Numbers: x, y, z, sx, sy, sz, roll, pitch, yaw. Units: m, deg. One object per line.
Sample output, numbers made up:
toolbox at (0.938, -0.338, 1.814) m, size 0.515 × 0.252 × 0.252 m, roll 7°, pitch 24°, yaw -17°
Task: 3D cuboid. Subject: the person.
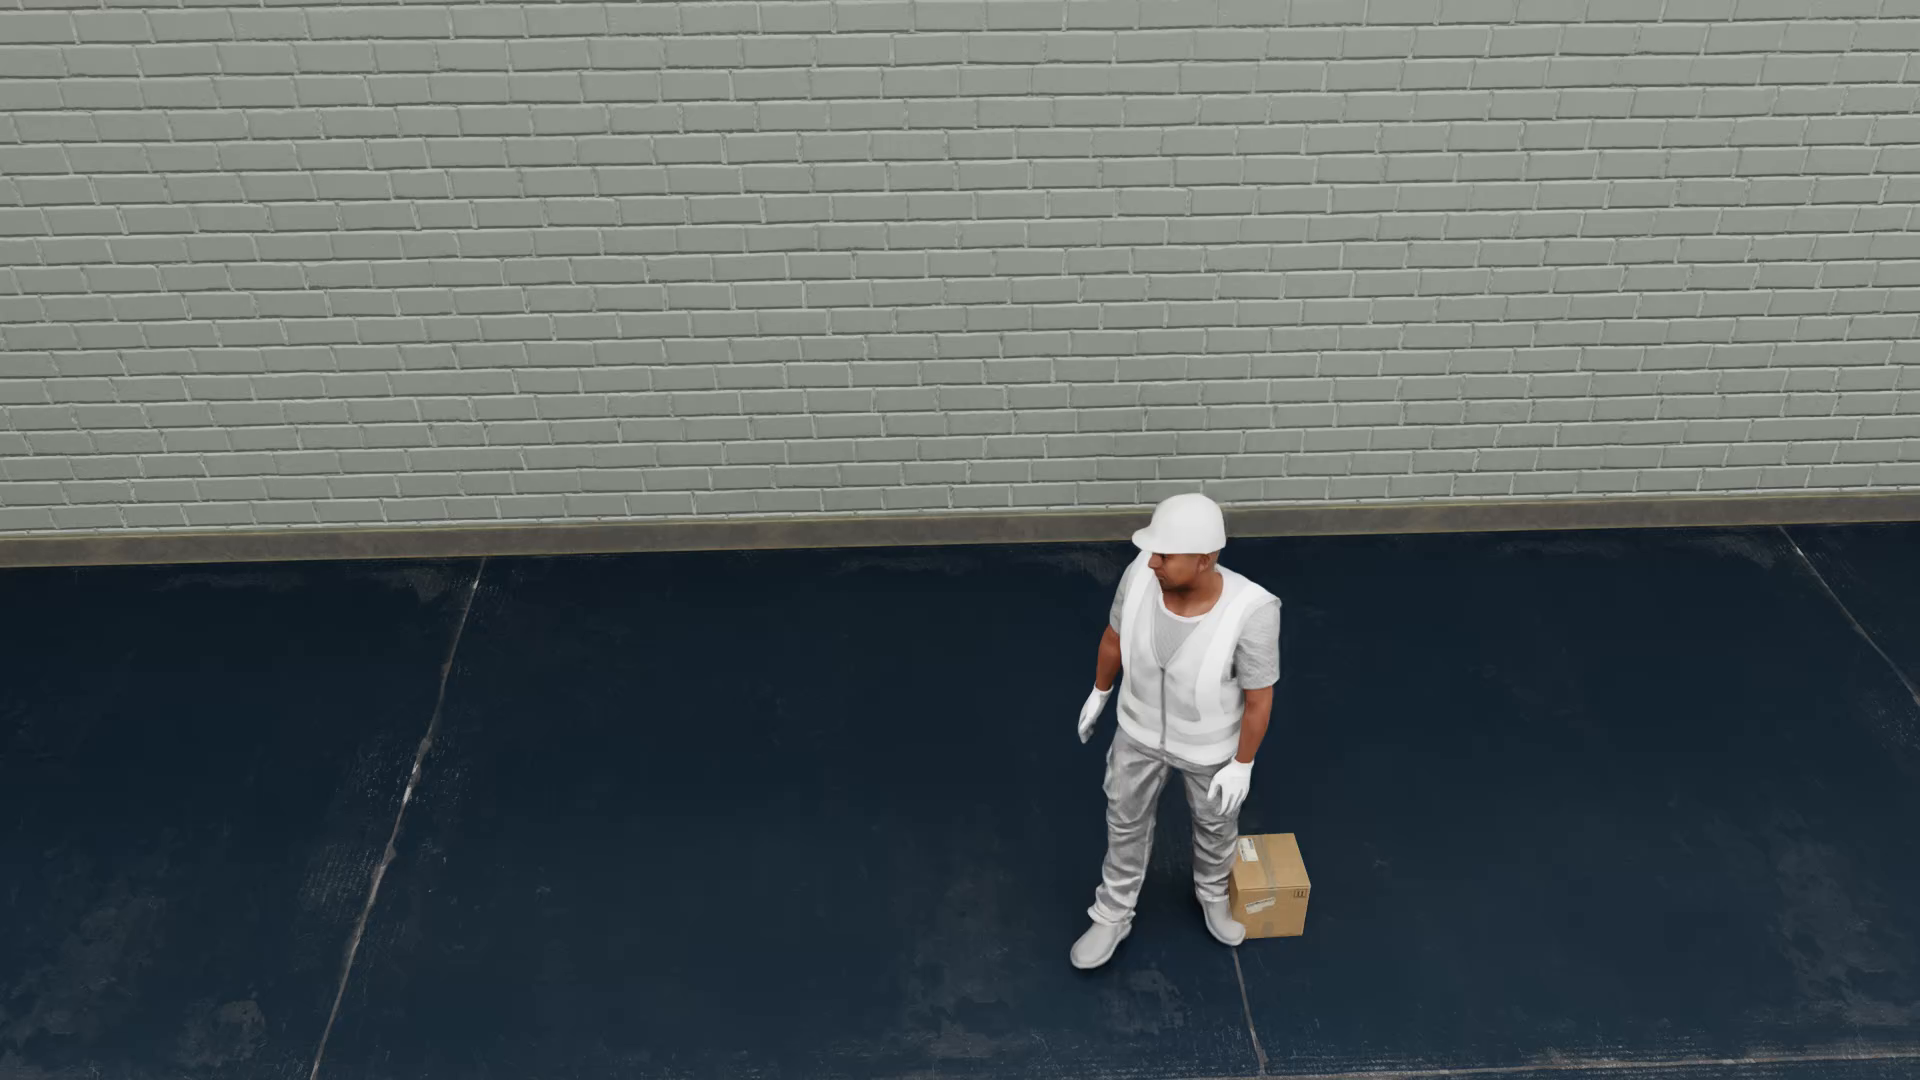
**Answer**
person at (0.649, 0.615, 5.213) m, size 0.634 × 1.784 × 0.611 m, roll 18°, pitch 39°, yaw 24°
